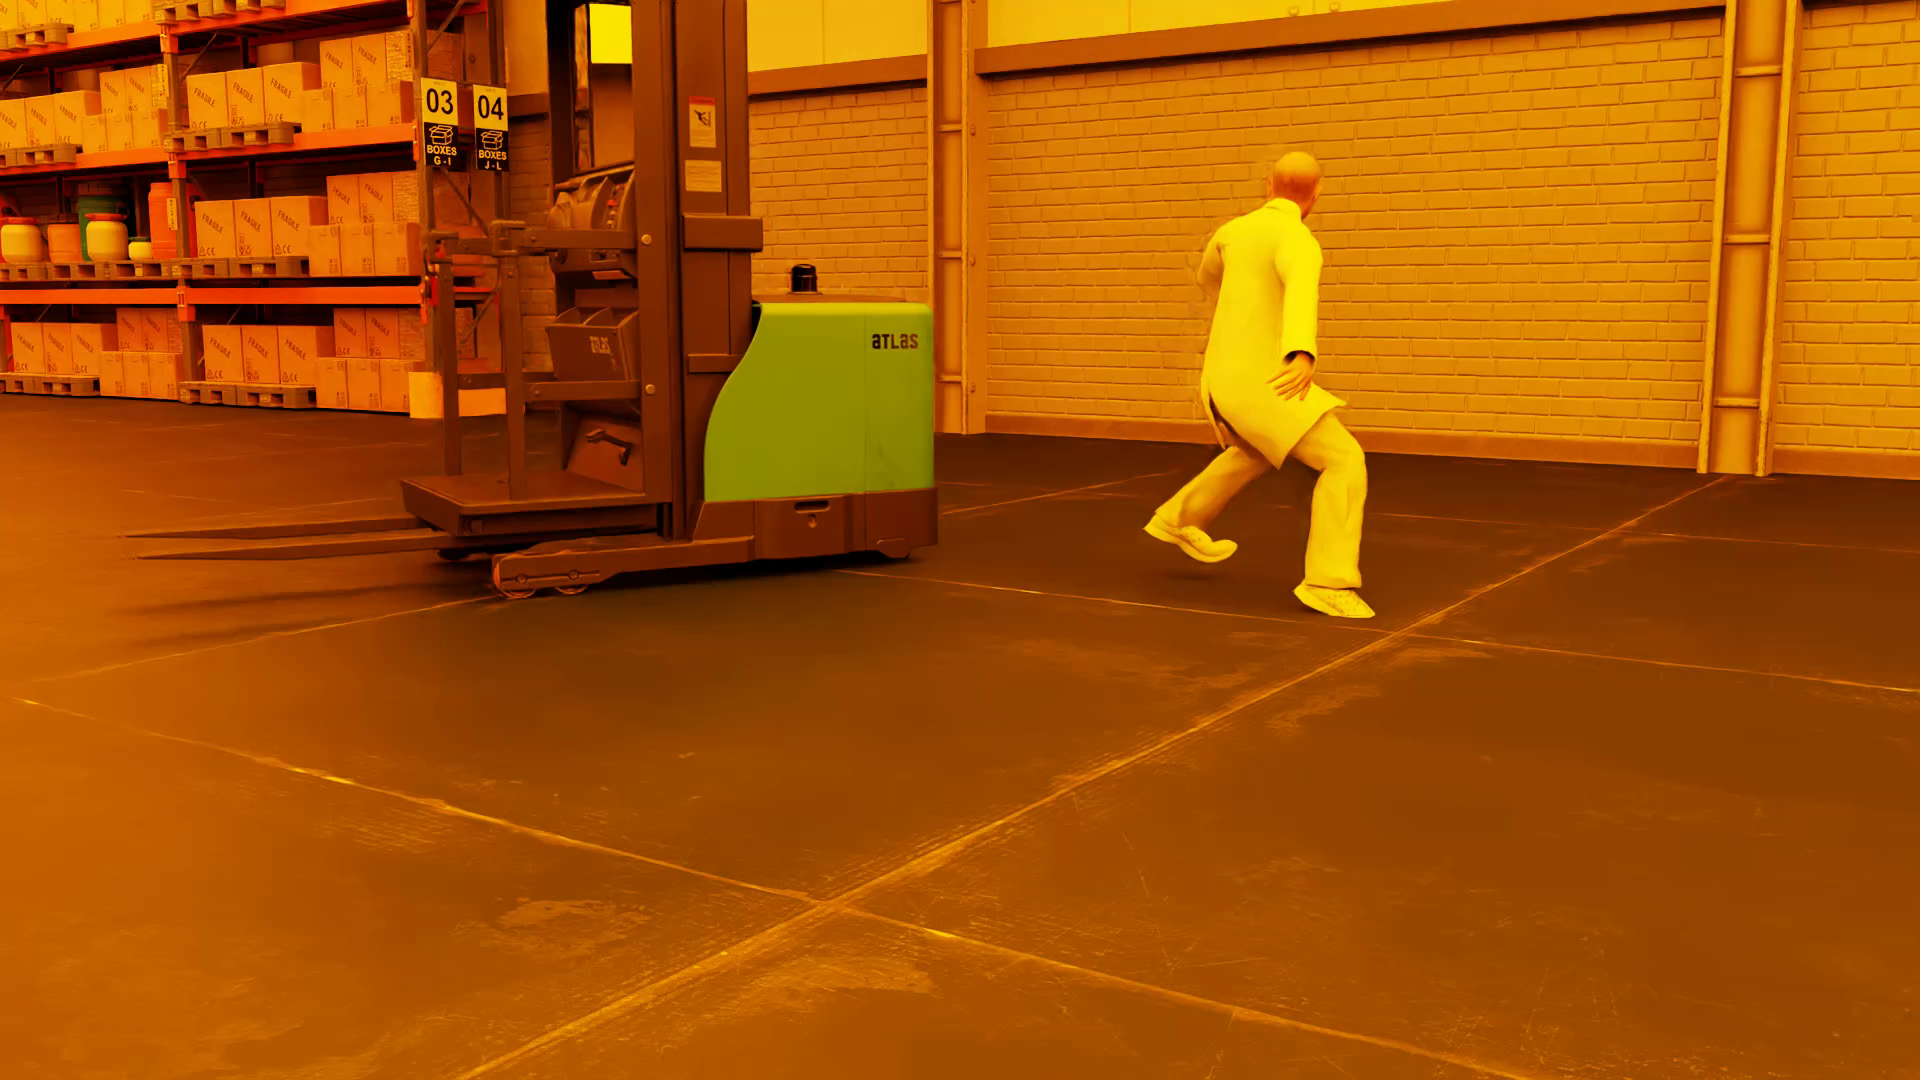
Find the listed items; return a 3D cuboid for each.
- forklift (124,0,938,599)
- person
[{"bbox_3d":[-1.629,-1.319,6.470,3.031,2.935,1.130,-5,9,-30],"label":"forklift"},{"bbox_3d":[1.123,-0.542,6.015,0.592,1.701,1.218,-1,8,-10],"label":"person"}]
